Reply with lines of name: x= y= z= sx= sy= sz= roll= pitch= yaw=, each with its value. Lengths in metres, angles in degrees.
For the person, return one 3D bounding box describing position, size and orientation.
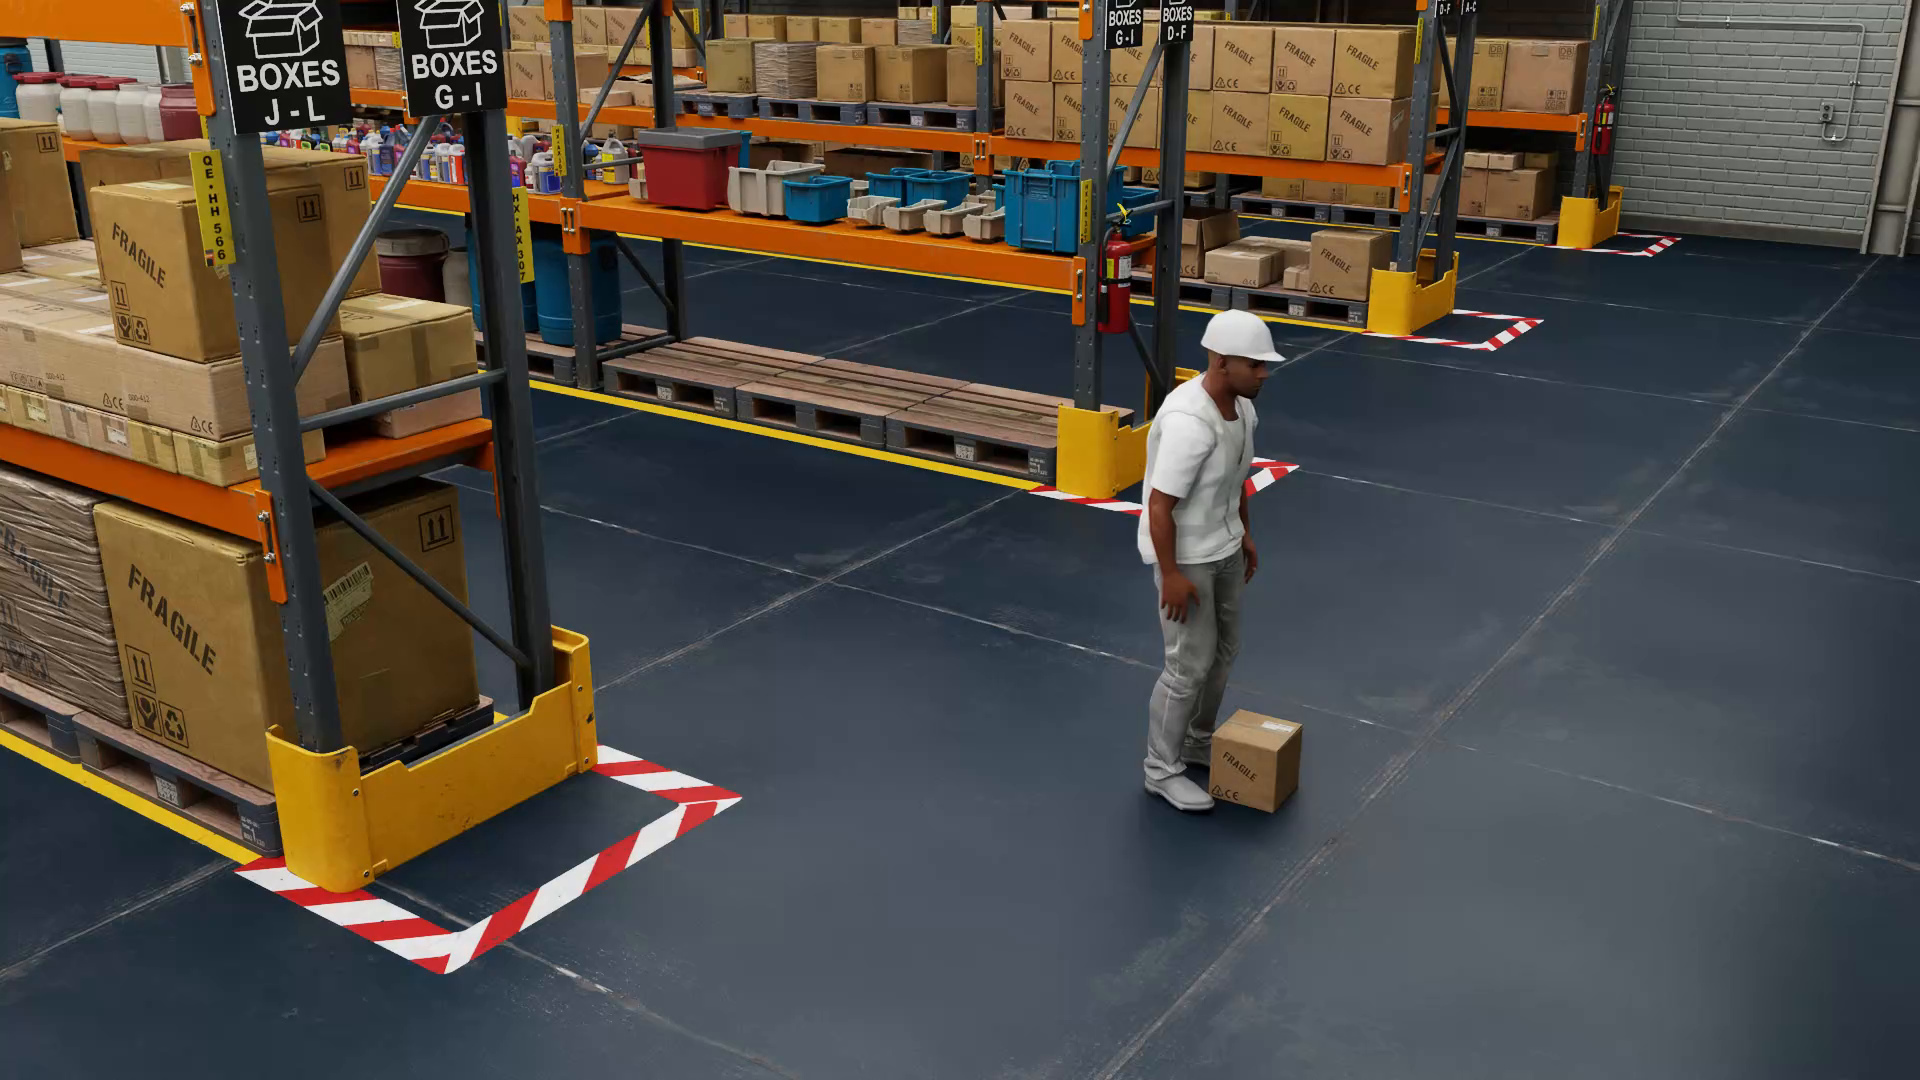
person: x=0.875 y=0.053 z=5.896 sx=0.458 sy=1.761 sz=0.628 roll=13 pitch=23 yaw=32
